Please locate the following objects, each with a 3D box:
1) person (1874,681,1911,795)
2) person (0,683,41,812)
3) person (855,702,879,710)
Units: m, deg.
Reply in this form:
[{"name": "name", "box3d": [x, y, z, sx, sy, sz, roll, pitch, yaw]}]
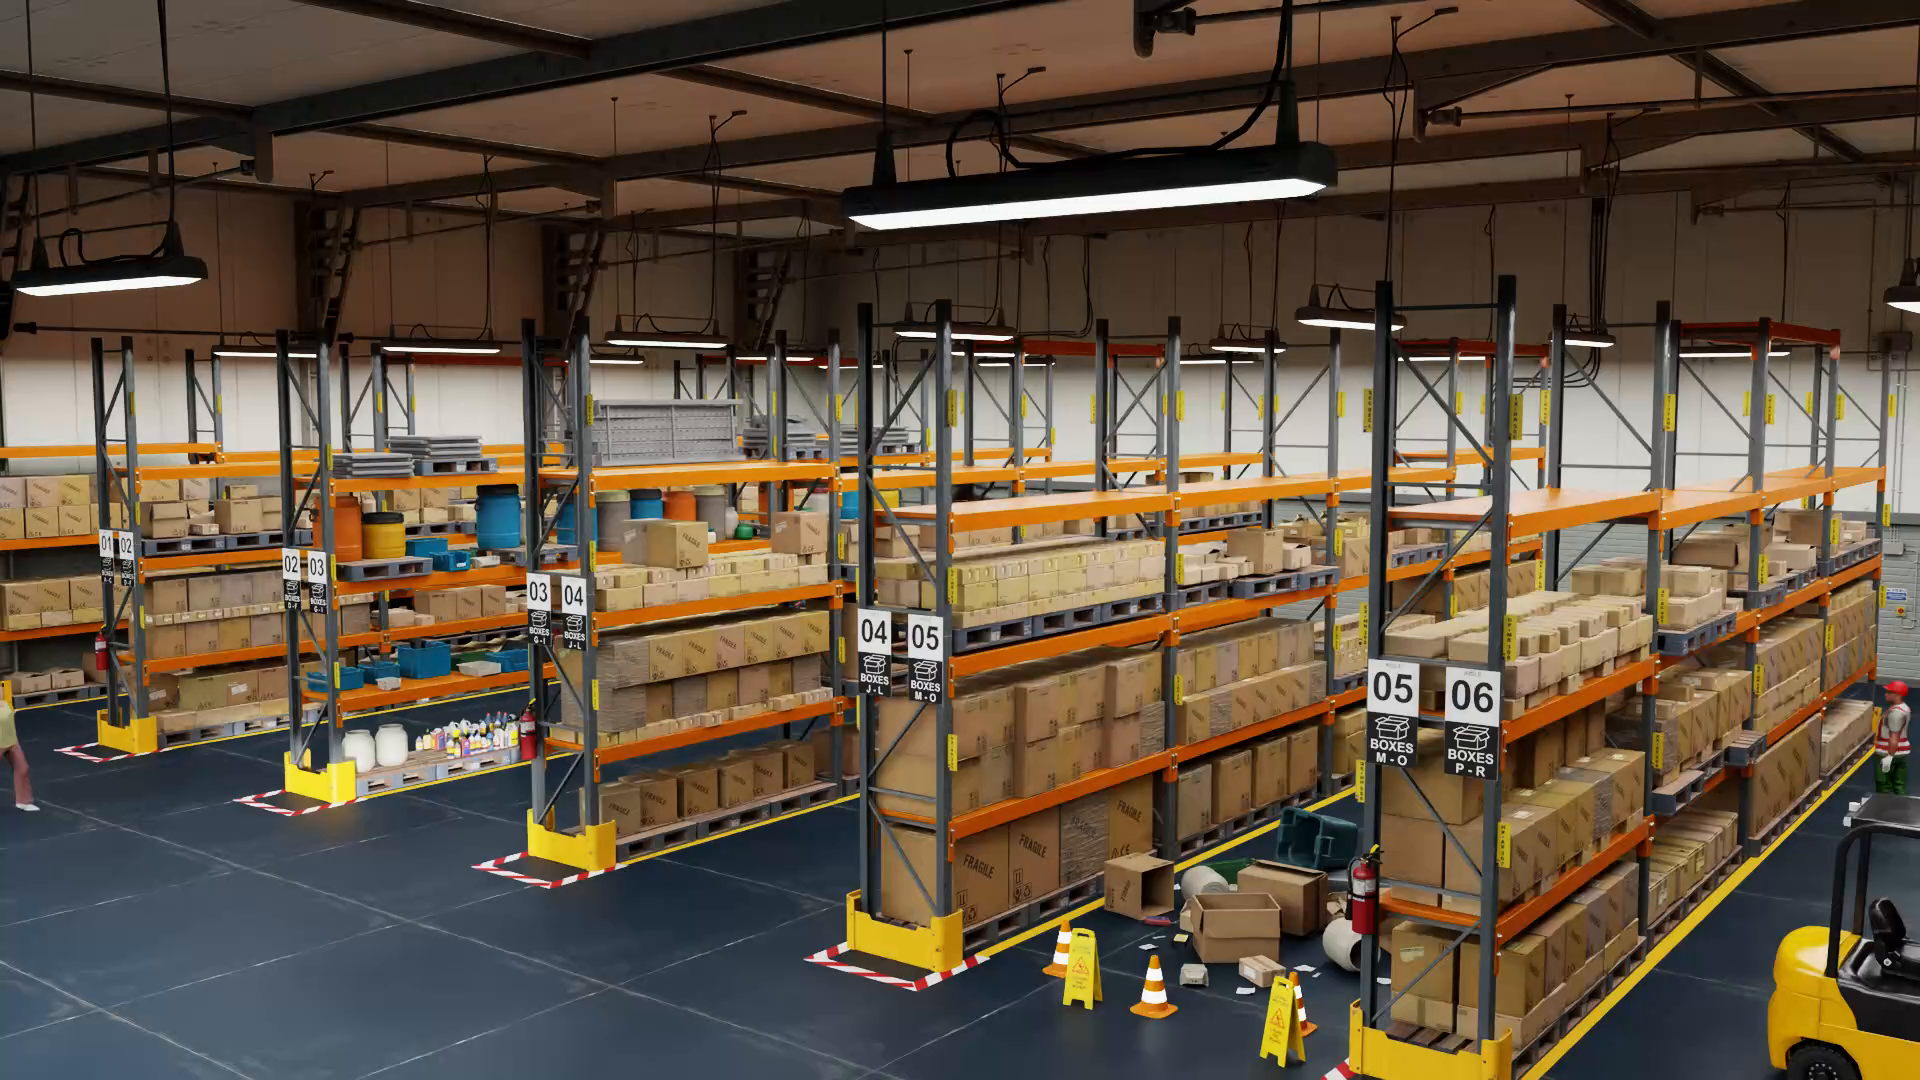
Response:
[{"name": "person", "box3d": [11.074, 2.559, 19.788, 0.576, 1.797, 0.460, -3, 6, -28]}, {"name": "person", "box3d": [-11.789, 2.571, 20.495, 0.469, 1.711, 0.624, 2, 5, 25]}, {"name": "person", "box3d": [-1.389, 1.820, 26.037, 0.530, 1.673, 0.367, -1, 5, -12]}]
